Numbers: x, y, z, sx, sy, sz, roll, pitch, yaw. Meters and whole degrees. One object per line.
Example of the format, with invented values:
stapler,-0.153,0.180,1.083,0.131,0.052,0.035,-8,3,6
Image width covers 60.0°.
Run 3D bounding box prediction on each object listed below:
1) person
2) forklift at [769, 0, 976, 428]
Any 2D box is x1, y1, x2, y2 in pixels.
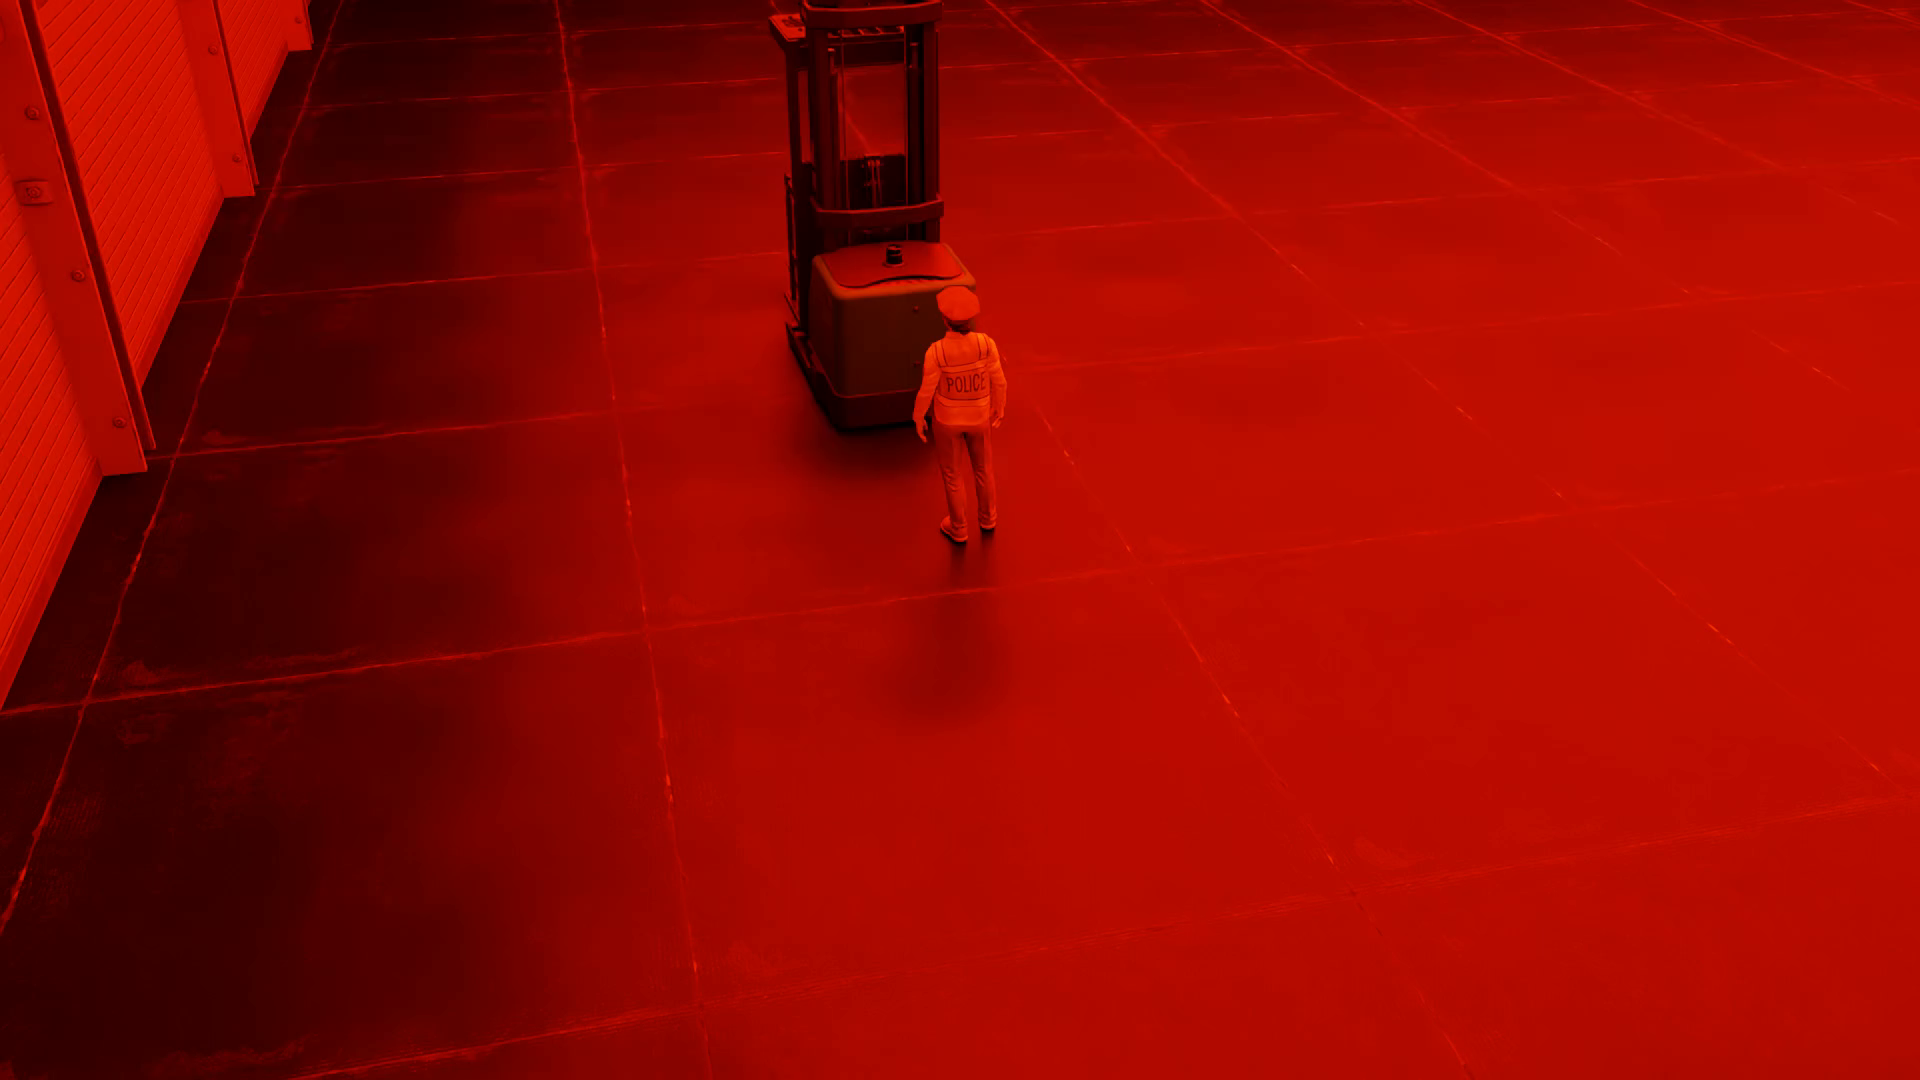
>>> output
person,-0.009,-0.774,10.131,0.586,1.694,0.530,-7,31,-12
forklift,-0.755,-2.784,12.383,1.130,2.935,3.031,-8,31,-13
